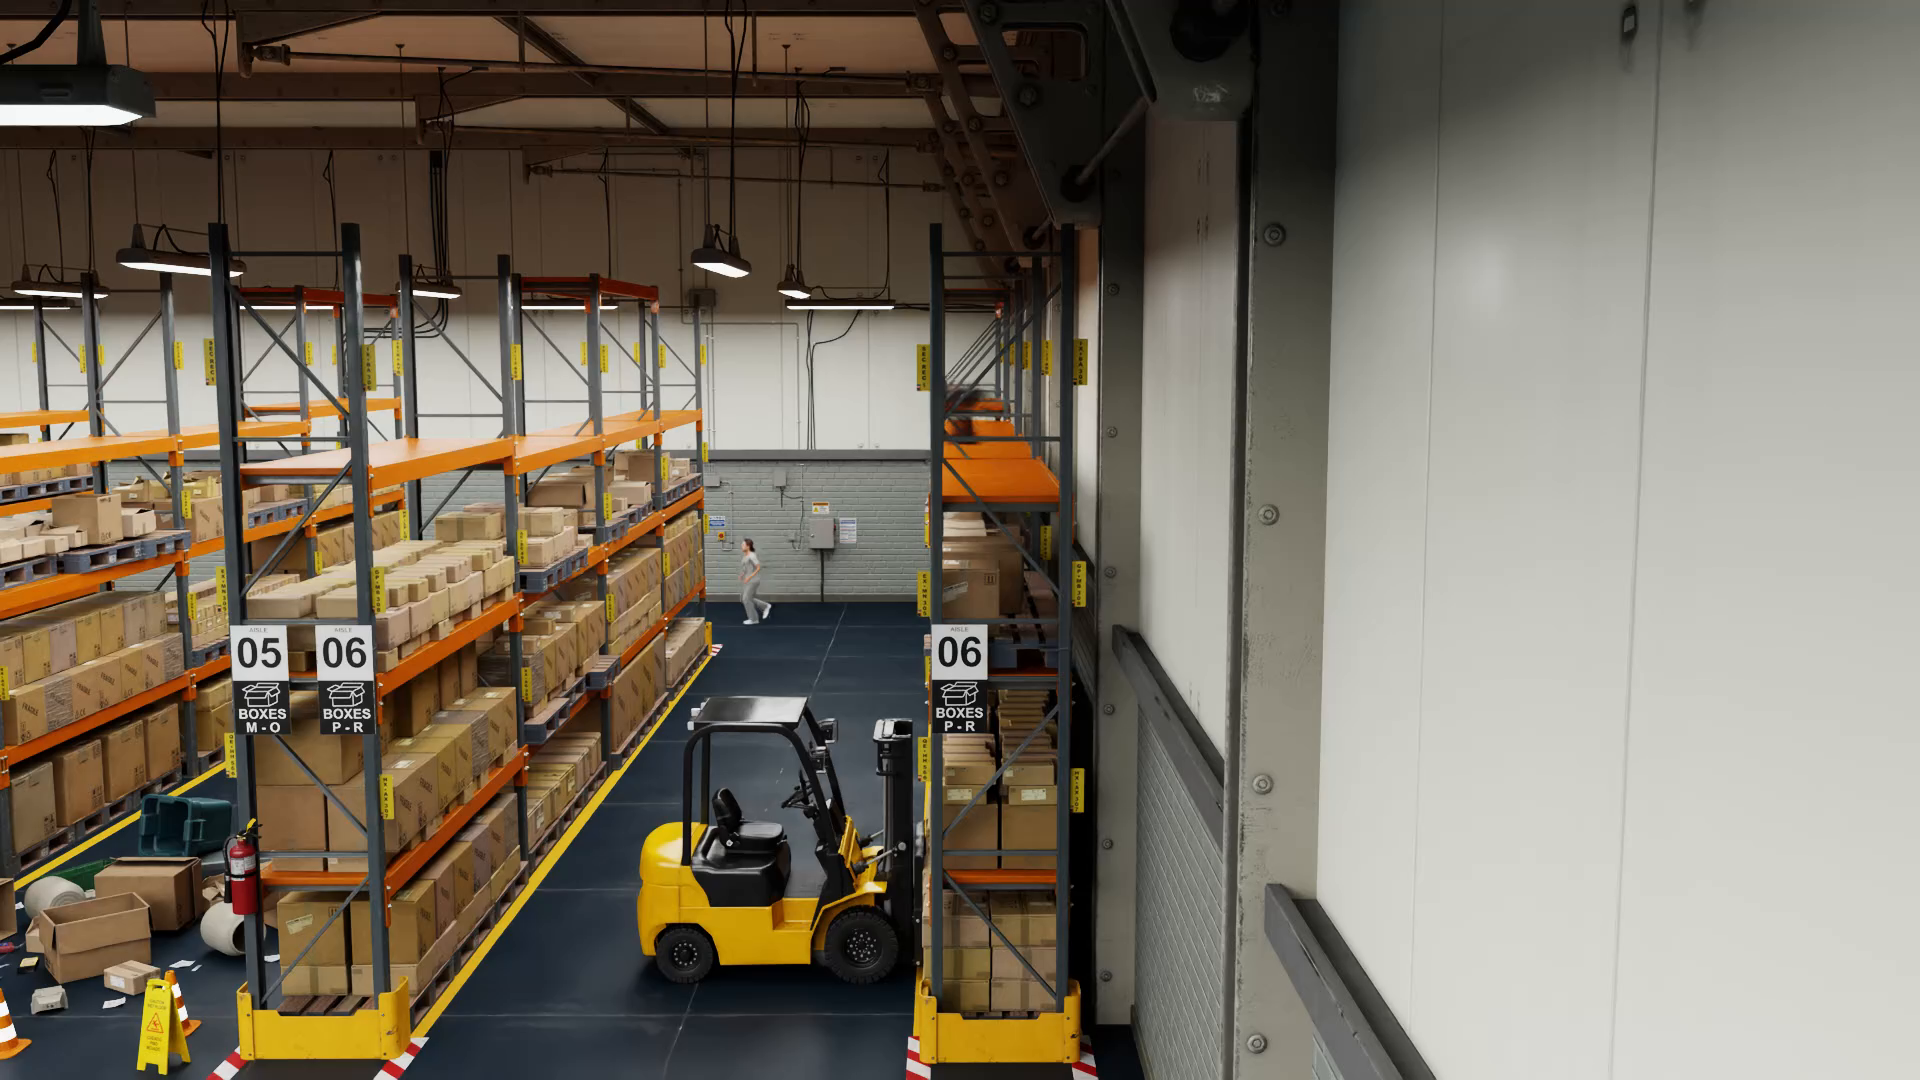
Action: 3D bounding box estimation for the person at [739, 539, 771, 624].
[{"bbox_3d":[-3.809,0.765,31.012,0.608,1.605,0.562,-3,7,-24],"label":"person"}]
